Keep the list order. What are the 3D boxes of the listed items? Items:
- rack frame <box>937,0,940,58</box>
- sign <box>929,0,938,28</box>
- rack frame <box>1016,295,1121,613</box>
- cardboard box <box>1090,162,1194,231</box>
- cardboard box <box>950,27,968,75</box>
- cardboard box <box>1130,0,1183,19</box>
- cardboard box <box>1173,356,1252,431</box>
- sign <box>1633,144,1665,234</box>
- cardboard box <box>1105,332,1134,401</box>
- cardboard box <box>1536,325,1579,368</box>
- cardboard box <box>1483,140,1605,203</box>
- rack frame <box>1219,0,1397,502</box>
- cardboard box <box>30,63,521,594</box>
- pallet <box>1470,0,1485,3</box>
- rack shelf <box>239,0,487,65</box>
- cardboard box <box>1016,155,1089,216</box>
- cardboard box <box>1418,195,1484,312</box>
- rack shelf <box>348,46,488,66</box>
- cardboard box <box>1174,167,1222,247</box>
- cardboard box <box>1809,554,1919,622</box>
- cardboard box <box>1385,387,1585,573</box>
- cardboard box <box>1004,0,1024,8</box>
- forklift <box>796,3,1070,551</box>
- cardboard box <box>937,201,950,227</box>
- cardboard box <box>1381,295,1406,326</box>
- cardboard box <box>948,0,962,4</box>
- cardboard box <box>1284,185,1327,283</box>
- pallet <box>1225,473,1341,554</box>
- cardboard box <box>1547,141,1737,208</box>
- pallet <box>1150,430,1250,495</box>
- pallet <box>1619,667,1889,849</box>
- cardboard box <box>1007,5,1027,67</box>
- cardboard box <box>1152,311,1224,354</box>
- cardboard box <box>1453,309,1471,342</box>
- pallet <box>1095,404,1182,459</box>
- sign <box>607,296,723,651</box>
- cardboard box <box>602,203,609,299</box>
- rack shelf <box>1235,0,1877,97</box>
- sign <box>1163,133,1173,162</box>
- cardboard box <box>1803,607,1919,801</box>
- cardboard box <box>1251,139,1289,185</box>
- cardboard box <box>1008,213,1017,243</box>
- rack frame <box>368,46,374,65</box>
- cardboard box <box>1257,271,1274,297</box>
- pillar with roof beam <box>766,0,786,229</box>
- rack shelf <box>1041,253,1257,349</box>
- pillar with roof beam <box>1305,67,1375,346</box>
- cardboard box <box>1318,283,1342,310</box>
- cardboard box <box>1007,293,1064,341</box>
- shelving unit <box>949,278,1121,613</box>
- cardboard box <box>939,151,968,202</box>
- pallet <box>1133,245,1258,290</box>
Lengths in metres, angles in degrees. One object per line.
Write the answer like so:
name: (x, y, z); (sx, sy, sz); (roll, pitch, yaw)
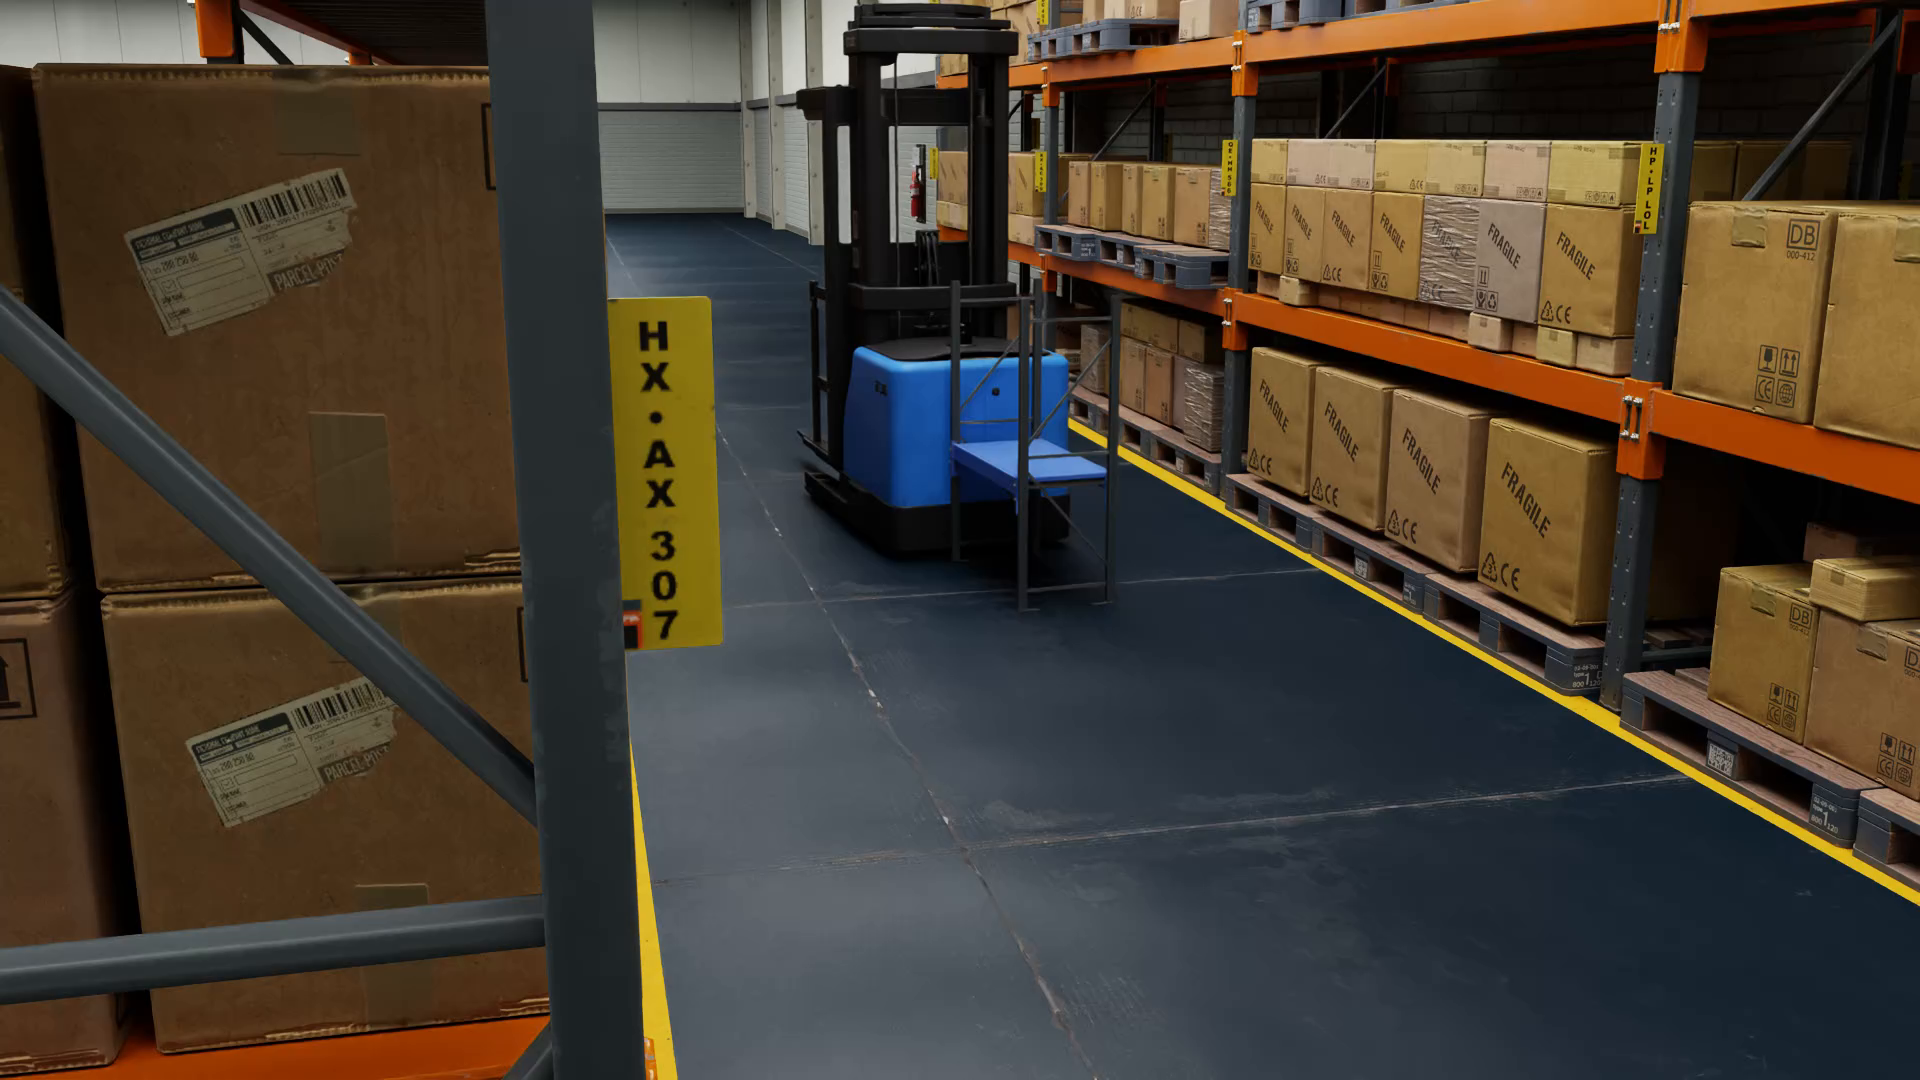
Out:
rack frame: (0.257, -6.489, 17.026); (1.000, 3.000, 0.127); (-3, 14, -13)
sign: (-0.270, -5.426, 17.155); (0.100, 0.325, 0.005); (-3, 14, -13)
rack frame: (0.514, -0.399, 7.899); (0.500, 1.500, 0.032); (-5, 14, -18)
cardboard box: (1.407, -2.666, 12.880); (0.700, 0.500, 0.500); (-2, 14, -7)
cardboard box: (0.184, -4.873, 16.480); (0.500, 0.500, 0.500); (-2, 14, -9)
cardboard box: (1.537, -3.947, 11.845); (0.500, 0.500, 0.500); (-4, 14, -15)
cardboard box: (1.908, -1.017, 11.610); (0.700, 0.500, 0.500); (-3, 14, -13)
sign: (2.550, -1.298, 6.146); (0.100, 0.325, 0.005); (-3, 14, -13)
cardboard box: (1.556, -1.366, 13.038); (0.700, 0.500, 0.500); (-4, 14, -14)
cardboard box: (2.638, -0.813, 6.922); (0.380, 0.149, 0.250); (-3, 14, -12)
cardboard box: (2.606, -1.585, 7.136); (0.500, 0.250, 0.500); (-3, 14, -12)
rack frame: (2.136, -1.729, 10.184); (1.000, 3.000, 0.127); (-3, 14, -13)
cardboard box: (-0.647, -0.258, 1.845); (0.500, 0.500, 0.500); (-3, 14, -11)
pallet: (2.812, -2.379, 6.929); (0.805, 0.209, 1.217); (-4, 14, -15)
rack shelf: (-2.209, -2.098, 6.892); (1.077, 0.370, 4.000); (-3, 14, -13)
cardboard box: (0.785, -3.045, 14.264); (0.500, 0.500, 0.500); (-3, 14, -13)
cardboard box: (2.483, -1.335, 7.692); (0.500, 0.500, 0.500); (-3, 14, -13)
rack shelf: (-3.148, -3.021, 10.669); (1.077, 0.370, 4.000); (-3, 14, -13)
cardboard box: (1.858, -2.227, 11.083); (0.700, 0.500, 0.500); (-5, 14, -18)
cardboard box: (3.054, 0.156, 5.483); (0.380, 0.149, 0.250); (-3, 14, -11)
cardboard box: (2.585, -0.314, 8.035); (0.750, 0.750, 0.750); (-3, 14, -11)
cardboard box: (0.676, -4.880, 14.402); (0.500, 0.500, 0.500); (-3, 14, -10)
forklift: (-0.342, -1.667, 10.075); (1.130, 2.935, 3.031); (-5, 14, -18)
cardboard box: (0.063, -3.381, 17.221); (0.500, 0.250, 0.500); (-4, 14, -15)
cardboard box: (2.359, -1.175, 8.402); (0.380, 0.149, 0.250); (-3, 14, -13)
cardboard box: (0.180, -5.355, 16.345); (0.500, 0.500, 0.500); (-3, 14, -14)
cardboard box: (2.115, -1.684, 9.121); (0.500, 0.500, 0.500); (-3, 14, -11)
pallet: (2.248, -0.188, 9.754); (1.003, 0.211, 1.213); (-3, 14, -13)
cardboard box: (2.717, -1.467, 6.651); (0.500, 0.250, 0.500); (-3, 14, -12)
pallet: (1.954, -0.555, 11.254); (1.003, 0.211, 1.213); (-3, 14, -13)
pallet: (3.178, 0.728, 6.002); (1.003, 0.211, 1.213); (-3, 14, -13)
cardboard box: (0.731, -4.387, 14.492); (0.500, 0.500, 0.500); (-5, 14, -18)
cardboard box: (1.717, -1.509, 12.045); (0.500, 0.250, 0.500); (-3, 14, -13)
cardboard box: (2.509, -0.993, 7.659); (0.380, 0.149, 0.250); (-3, 14, -13)
pallet: (1.671, -0.836, 12.403); (1.003, 0.211, 1.213); (-3, 14, -13)
sign: (-0.272, -0.057, 1.518); (0.100, 0.325, 0.005); (-3, 14, -13)
cardboard box: (-1.633, -0.904, 5.710); (0.700, 0.500, 0.500); (-9, 16, -32)
rack shelf: (2.606, -2.375, 8.025); (1.077, 0.370, 4.000); (-3, 14, -13)
sign: (1.735, -3.246, 13.954); (0.100, 0.325, 0.005); (-3, 14, -13)
cardboard box: (3.266, 0.498, 5.450); (0.700, 0.500, 0.500); (-3, 14, -14)
cardboard box: (1.999, -2.170, 9.531); (0.500, 0.250, 0.500); (-3, 14, -12)
cardboard box: (0.682, -2.797, 14.827); (0.500, 0.250, 0.500); (-3, 14, -13)
rack frame: (-2.678, -1.452, 9.051); (1.000, 3.000, 0.127); (-3, 14, -13)
cardboard box: (1.988, -1.528, 9.848); (0.380, 0.149, 0.250); (-3, 14, -14)
pillar with roof beam: (-8.559, -11.672, 38.243); (9.100, 9.000, 0.400); (-3, 14, -13)
rack shelf: (1.666, -1.841, 12.158); (1.077, 0.370, 4.000); (-3, 14, -13)
pillar with roof beam: (-1.513, -4.752, 9.915); (9.100, 9.000, 0.400); (-3, 14, -13)
cardboard box: (2.198, -1.352, 9.129); (0.380, 0.149, 0.250); (-3, 14, -14)
cardboard box: (0.590, -2.106, 16.067); (0.700, 0.500, 0.500); (-4, 14, -17)
shelving unit: (0.353, -0.513, 8.367); (0.538, 1.500, 1.048); (-5, 14, -18)
cardboard box: (0.077, -3.749, 17.146); (0.500, 0.500, 0.500); (-3, 14, -13)
pallet: (1.865, -1.794, 10.856); (1.213, 0.211, 1.003); (-3, 14, -13)
